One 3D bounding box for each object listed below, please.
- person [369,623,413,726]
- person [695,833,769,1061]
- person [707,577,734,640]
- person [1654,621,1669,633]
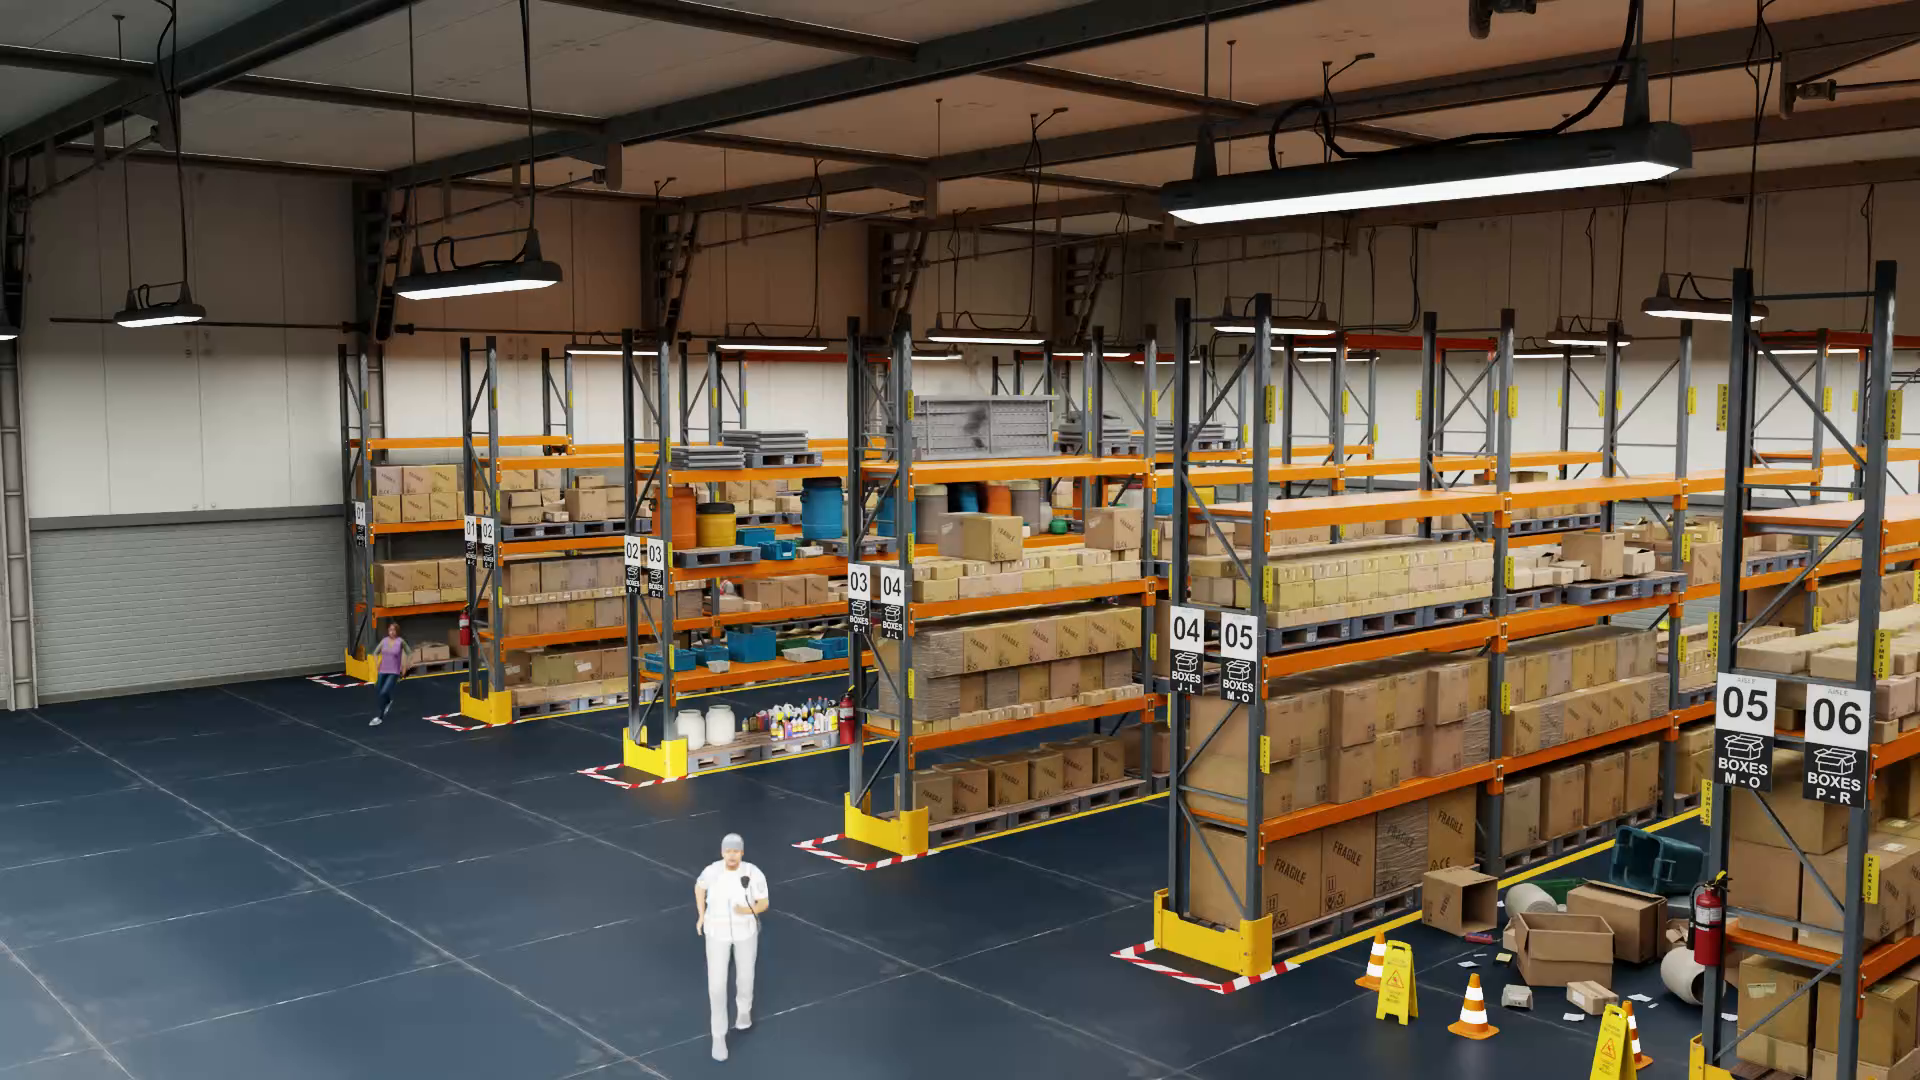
[{"bbox_3d":[-8.863,2.069,25.921,0.601,1.550,0.798,0,5,3],"label":"person"},{"bbox_3d":[-1.798,3.164,13.148,0.579,1.729,0.748,-1,5,-8],"label":"person"},{"bbox_3d":[-4.559,1.402,31.918,0.652,1.838,0.836,4,7,38],"label":"person"},{"bbox_3d":[10.566,2.076,24.919,0.578,1.737,0.719,-4,6,-38],"label":"person"}]
